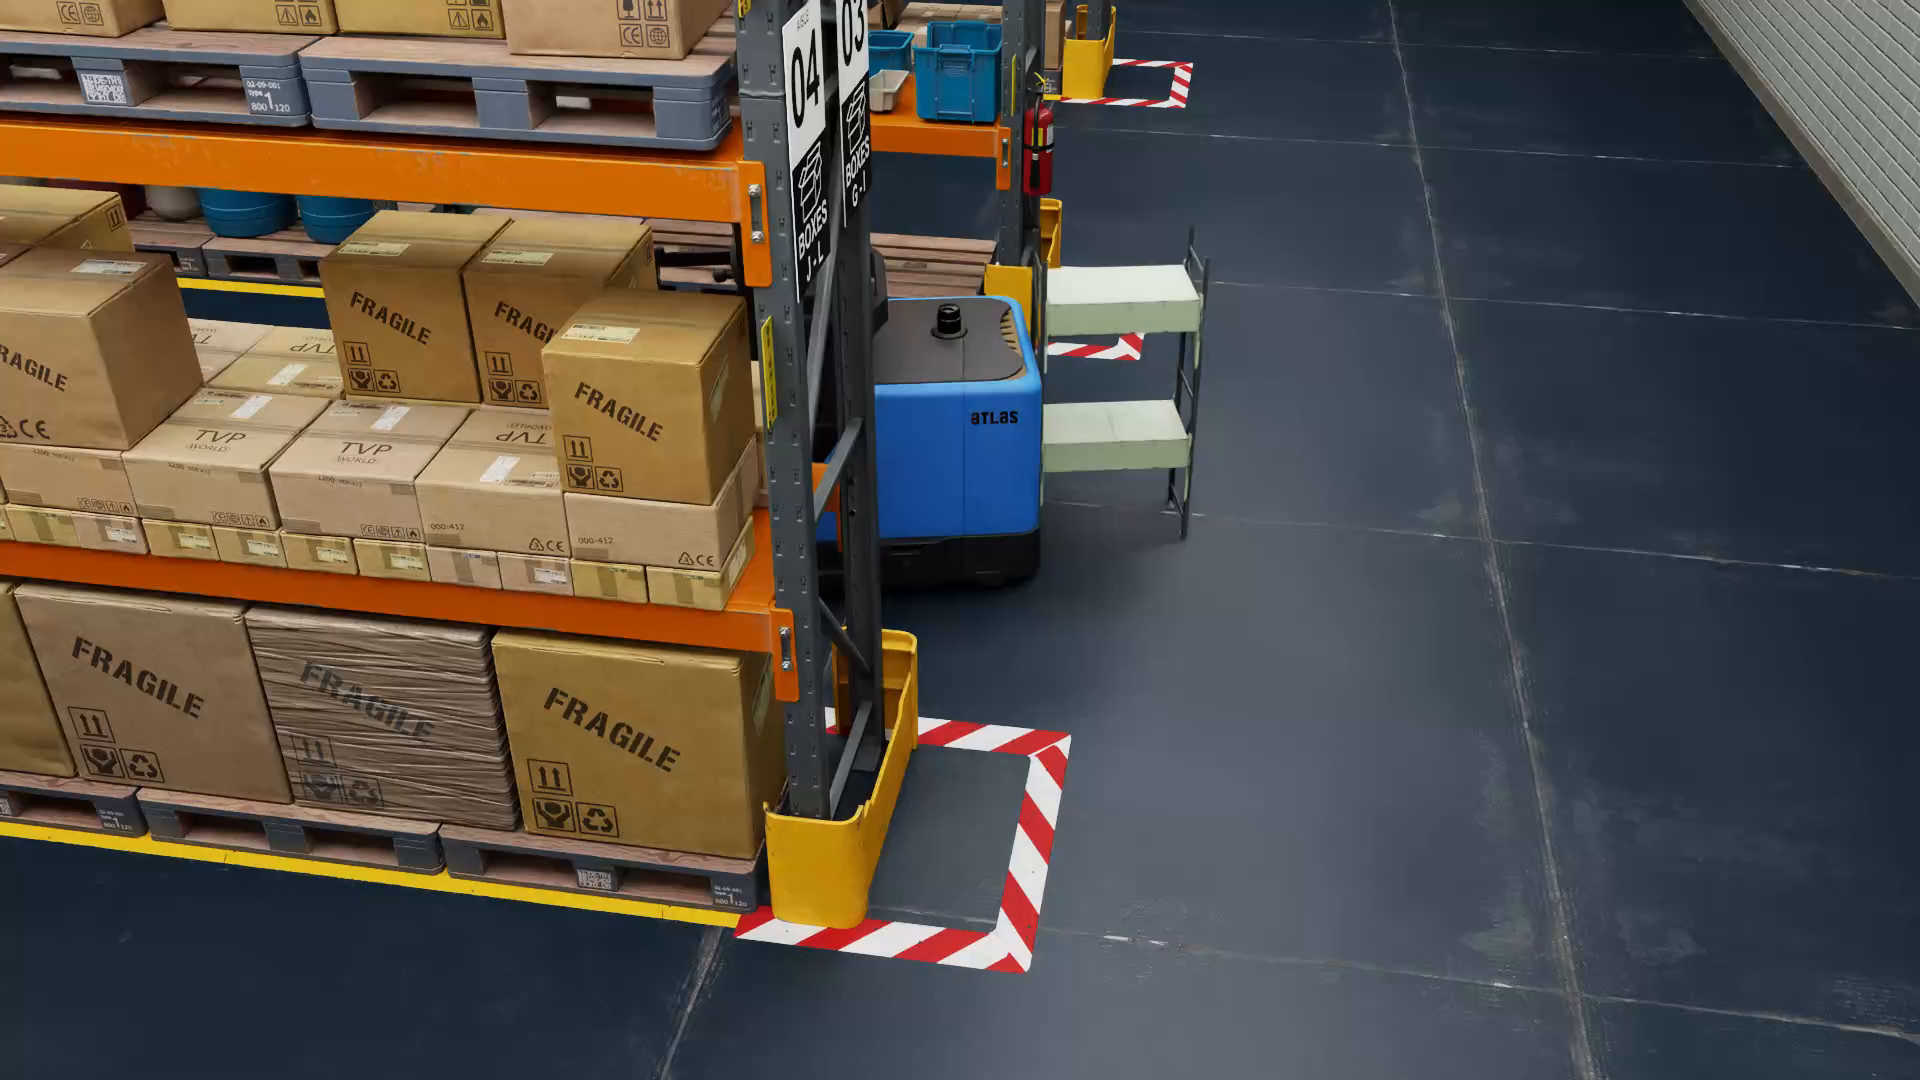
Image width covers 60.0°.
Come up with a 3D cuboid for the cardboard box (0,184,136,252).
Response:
[{"bbox_3d":[-3.406,-0.973,6.132,0.500,0.500,0.500,5,32,9],"label":"cardboard box"}]

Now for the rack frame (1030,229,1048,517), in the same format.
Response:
[{"bbox_3d":[0.365,-0.704,7.961,0.023,1.500,0.400,-2,32,-4],"label":"rack frame"}]

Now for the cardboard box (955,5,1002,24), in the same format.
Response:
[{"bbox_3d":[0.235,-4.627,14.992,0.500,0.250,0.500,5,32,8],"label":"cardboard box"}]

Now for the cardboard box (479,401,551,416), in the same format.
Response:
[{"bbox_3d":[-1.396,-0.473,6.040,0.500,0.250,0.500,5,32,8],"label":"cardboard box"}]

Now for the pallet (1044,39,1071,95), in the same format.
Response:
[{"bbox_3d":[0.355,-4.260,14.857,1.213,0.211,1.003,5,32,8],"label":"pallet"}]

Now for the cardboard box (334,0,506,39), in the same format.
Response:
[{"bbox_3d":[-1.511,-1.850,4.966,0.500,0.500,0.700,4,32,6],"label":"cardboard box"}]

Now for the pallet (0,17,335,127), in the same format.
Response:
[{"bbox_3d":[-2.394,-1.586,5.213,1.213,0.211,1.003,5,32,8],"label":"pallet"}]

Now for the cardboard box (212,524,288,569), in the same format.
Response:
[{"bbox_3d":[-2.368,-0.073,5.777,0.250,0.149,0.380,6,33,9],"label":"cardboard box"}]

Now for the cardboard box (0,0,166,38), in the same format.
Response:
[{"bbox_3d":[-2.595,-1.865,4.991,0.500,0.500,0.700,7,33,10],"label":"cardboard box"}]

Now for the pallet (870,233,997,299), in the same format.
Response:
[{"bbox_3d":[-0.428,-1.686,10.745,1.213,0.211,1.003,5,32,8],"label":"pallet"}]

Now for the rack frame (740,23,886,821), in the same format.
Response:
[{"bbox_3d":[-0.455,-0.184,5.716,0.127,3.000,1.000,5,32,8],"label":"rack frame"}]

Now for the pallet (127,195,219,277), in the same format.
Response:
[{"bbox_3d":[-5.524,-2.148,11.482,1.213,0.211,1.003,5,32,8],"label":"pallet"}]

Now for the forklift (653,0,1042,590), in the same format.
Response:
[{"bbox_3d":[-1.164,-1.225,7.445,3.031,2.935,1.130,-2,32,-4],"label":"forklift"}]

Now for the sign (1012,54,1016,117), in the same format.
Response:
[{"bbox_3d":[0.302,-2.554,9.350,0.005,0.325,0.100,5,32,8],"label":"sign"}]

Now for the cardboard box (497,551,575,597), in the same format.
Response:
[{"bbox_3d":[-1.366,0.018,5.631,0.250,0.149,0.380,5,32,8],"label":"cardboard box"}]

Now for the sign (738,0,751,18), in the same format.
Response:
[{"bbox_3d":[-0.560,-1.514,4.255,0.005,0.325,0.100,5,32,8],"label":"sign"}]

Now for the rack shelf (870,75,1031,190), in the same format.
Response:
[{"bbox_3d":[-1.593,-2.648,10.331,4.000,0.370,1.077,5,32,8],"label":"rack shelf"}]

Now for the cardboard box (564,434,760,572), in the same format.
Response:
[{"bbox_3d":[-0.977,-0.151,5.525,0.500,0.250,0.500,5,32,7],"label":"cardboard box"}]

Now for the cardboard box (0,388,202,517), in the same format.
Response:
[{"bbox_3d":[-2.978,-0.334,5.818,0.500,0.250,0.500,6,33,9],"label":"cardboard box"}]

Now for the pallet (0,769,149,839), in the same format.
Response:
[{"bbox_3d":[-3.661,0.750,6.853,1.213,0.211,1.003,5,32,8],"label":"pallet"}]

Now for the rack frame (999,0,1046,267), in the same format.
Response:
[{"bbox_3d":[0.379,-2.774,9.855,0.127,3.000,1.000,5,32,8],"label":"rack frame"}]

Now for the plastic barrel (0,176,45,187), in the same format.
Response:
[{"bbox_3d":[-6.451,-2.573,11.483,0.421,0.512,0.421,0,32,0],"label":"plastic barrel"}]

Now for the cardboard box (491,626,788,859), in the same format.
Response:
[{"bbox_3d":[-1.099,0.524,6.193,0.875,0.875,0.875,5,32,8],"label":"cardboard box"}]

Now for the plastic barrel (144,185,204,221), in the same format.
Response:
[{"bbox_3d":[-5.337,-2.472,11.322,0.421,0.512,0.421,0,32,0],"label":"plastic barrel"}]

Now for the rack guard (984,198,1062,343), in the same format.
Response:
[{"bbox_3d":[0.405,-1.719,10.525,0.348,0.500,1.175,5,32,8],"label":"rack guard"}]

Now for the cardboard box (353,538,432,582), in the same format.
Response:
[{"bbox_3d":[-1.868,-0.027,5.703,0.250,0.149,0.380,4,32,7],"label":"cardboard box"}]

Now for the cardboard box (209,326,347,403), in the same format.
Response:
[{"bbox_3d":[-2.406,-0.564,6.185,0.500,0.250,0.500,5,32,7],"label":"cardboard box"}]

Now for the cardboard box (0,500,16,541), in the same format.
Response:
[{"bbox_3d":[-3.384,-0.165,5.923,0.250,0.149,0.380,4,32,7],"label":"cardboard box"}]

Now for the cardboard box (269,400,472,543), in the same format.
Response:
[{"bbox_3d":[-1.979,-0.242,5.670,0.500,0.250,0.500,4,32,7],"label":"cardboard box"}]

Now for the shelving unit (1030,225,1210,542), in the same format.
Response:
[{"bbox_3d":[0.730,-0.719,7.984,0.755,1.500,0.431,-2,32,-4],"label":"shelving unit"}]

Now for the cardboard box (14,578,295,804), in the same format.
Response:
[{"bbox_3d":[-2.873,0.363,6.450,0.875,0.875,0.875,5,32,8],"label":"cardboard box"}]

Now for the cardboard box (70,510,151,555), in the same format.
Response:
[{"bbox_3d":[-2.884,-0.118,5.849,0.250,0.149,0.380,6,32,9],"label":"cardboard box"}]

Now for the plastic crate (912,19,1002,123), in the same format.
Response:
[{"bbox_3d":[0.017,-2.747,9.721,0.499,0.435,0.616,5,32,8],"label":"plastic crate"}]

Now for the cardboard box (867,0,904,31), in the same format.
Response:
[{"bbox_3d":[-0.874,-4.685,14.846,0.637,0.503,0.797,5,32,8],"label":"cardboard box"}]

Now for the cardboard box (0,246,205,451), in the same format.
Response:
[{"bbox_3d":[-2.971,-0.653,5.620,0.500,0.500,0.500,4,32,7],"label":"cardboard box"}]

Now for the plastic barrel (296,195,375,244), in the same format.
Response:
[{"bbox_3d":[-4.098,-2.477,10.962,0.708,0.901,0.600,5,32,8],"label":"plastic barrel"}]

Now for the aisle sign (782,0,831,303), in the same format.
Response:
[{"bbox_3d":[-0.434,-1.122,4.766,0.004,0.787,0.394,5,32,8],"label":"aisle sign"}]

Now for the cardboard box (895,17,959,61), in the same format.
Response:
[{"bbox_3d":[-0.293,-4.406,14.638,0.500,0.250,0.500,5,32,8],"label":"cardboard box"}]

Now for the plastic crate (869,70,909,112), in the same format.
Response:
[{"bbox_3d":[-0.456,-2.666,9.874,0.243,0.136,0.396,5,32,8],"label":"plastic crate"}]

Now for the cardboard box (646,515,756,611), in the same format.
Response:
[{"bbox_3d":[-0.861,0.063,5.559,0.250,0.149,0.380,6,33,9],"label":"cardboard box"}]

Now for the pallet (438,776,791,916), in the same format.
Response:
[{"bbox_3d":[-1.256,0.968,6.505,1.213,0.211,1.003,5,32,8],"label":"pallet"}]

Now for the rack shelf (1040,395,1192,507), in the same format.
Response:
[{"bbox_3d":[0.730,-0.442,8.157,0.720,0.370,0.431,-2,32,-4],"label":"rack shelf"}]

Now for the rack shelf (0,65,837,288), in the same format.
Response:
[{"bbox_3d":[-2.426,-1.329,5.397,4.000,0.370,1.077,5,32,8],"label":"rack shelf"}]

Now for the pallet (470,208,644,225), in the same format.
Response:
[{"bbox_3d":[-2.833,-1.904,11.093,1.213,0.211,1.003,5,32,8],"label":"pallet"}]

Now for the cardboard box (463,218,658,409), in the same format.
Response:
[{"bbox_3d":[-1.375,-0.793,5.844,0.500,0.500,0.500,4,32,7],"label":"cardboard box"}]
